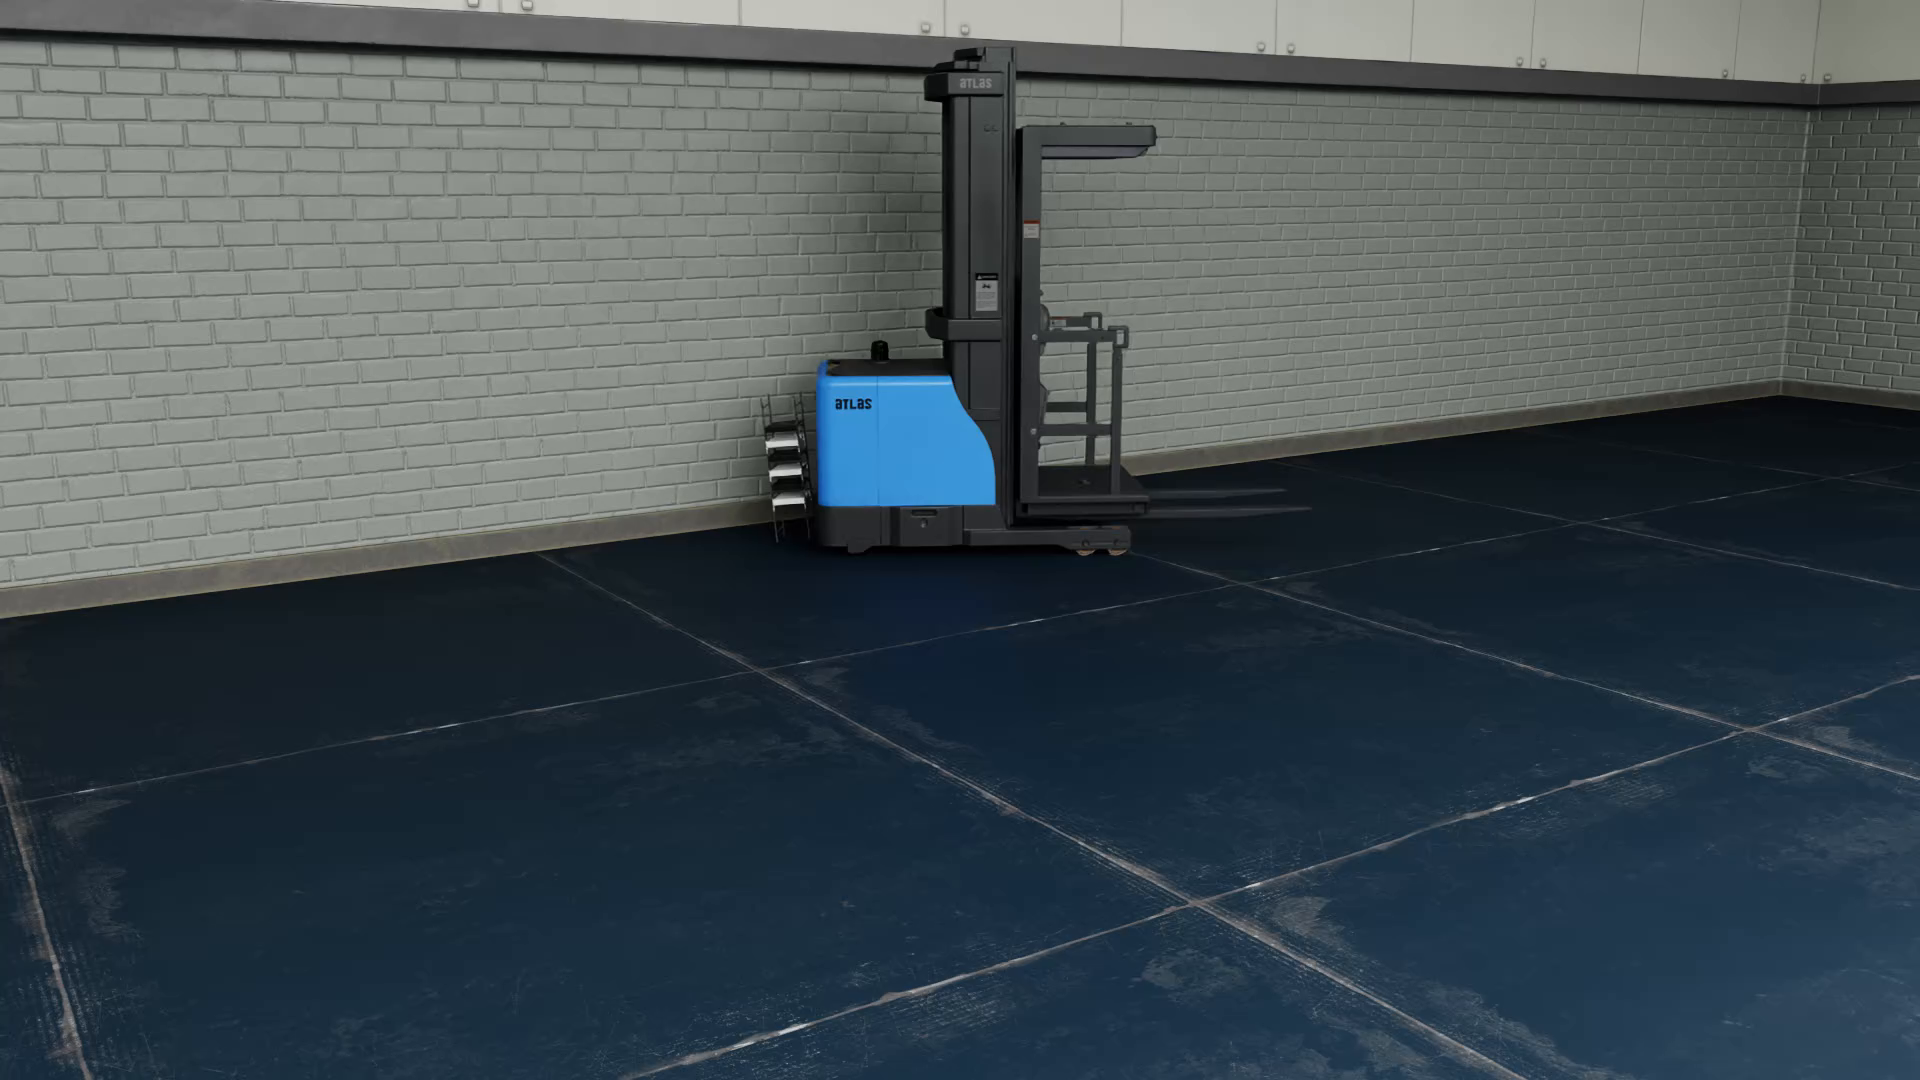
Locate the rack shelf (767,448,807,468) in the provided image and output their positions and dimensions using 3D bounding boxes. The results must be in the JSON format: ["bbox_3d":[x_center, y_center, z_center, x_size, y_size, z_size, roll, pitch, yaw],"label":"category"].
[{"bbox_3d":[-1.063,-0.508,10.279,0.200,0.077,0.258,-4,12,6],"label":"rack shelf"}]

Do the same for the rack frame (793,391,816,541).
[{"bbox_3d":[-0.958,-0.460,10.280,0.006,0.900,0.240,-4,12,6],"label":"rack frame"}]

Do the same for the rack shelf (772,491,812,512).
[{"bbox_3d":[-1.040,-0.245,10.334,0.200,0.077,0.258,-4,12,6],"label":"rack shelf"}]

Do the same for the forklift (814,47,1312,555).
[{"bbox_3d":[0.623,-1.454,10.149,3.031,2.935,1.130,-1,12,-4],"label":"forklift"}]

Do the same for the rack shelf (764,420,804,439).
[{"bbox_3d":[-1.079,-0.684,10.242,0.200,0.077,0.258,-4,12,6],"label":"rack shelf"}]

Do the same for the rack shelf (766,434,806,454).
[{"bbox_3d":[-1.071,-0.596,10.260,0.200,0.077,0.258,-4,12,6],"label":"rack shelf"}]

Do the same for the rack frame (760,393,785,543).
[{"bbox_3d":[-1.159,-0.446,10.301,0.006,0.900,0.240,-4,12,6],"label":"rack frame"}]

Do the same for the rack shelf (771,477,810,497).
[{"bbox_3d":[-1.048,-0.333,10.316,0.200,0.077,0.258,-4,12,6],"label":"rack shelf"}]

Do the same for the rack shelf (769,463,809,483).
[{"bbox_3d":[-1.055,-0.420,10.297,0.200,0.077,0.258,-4,12,6],"label":"rack shelf"}]

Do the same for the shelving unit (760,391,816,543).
[{"bbox_3d":[-1.058,-0.453,10.290,0.210,0.900,0.258,-4,12,6],"label":"shelving unit"}]
